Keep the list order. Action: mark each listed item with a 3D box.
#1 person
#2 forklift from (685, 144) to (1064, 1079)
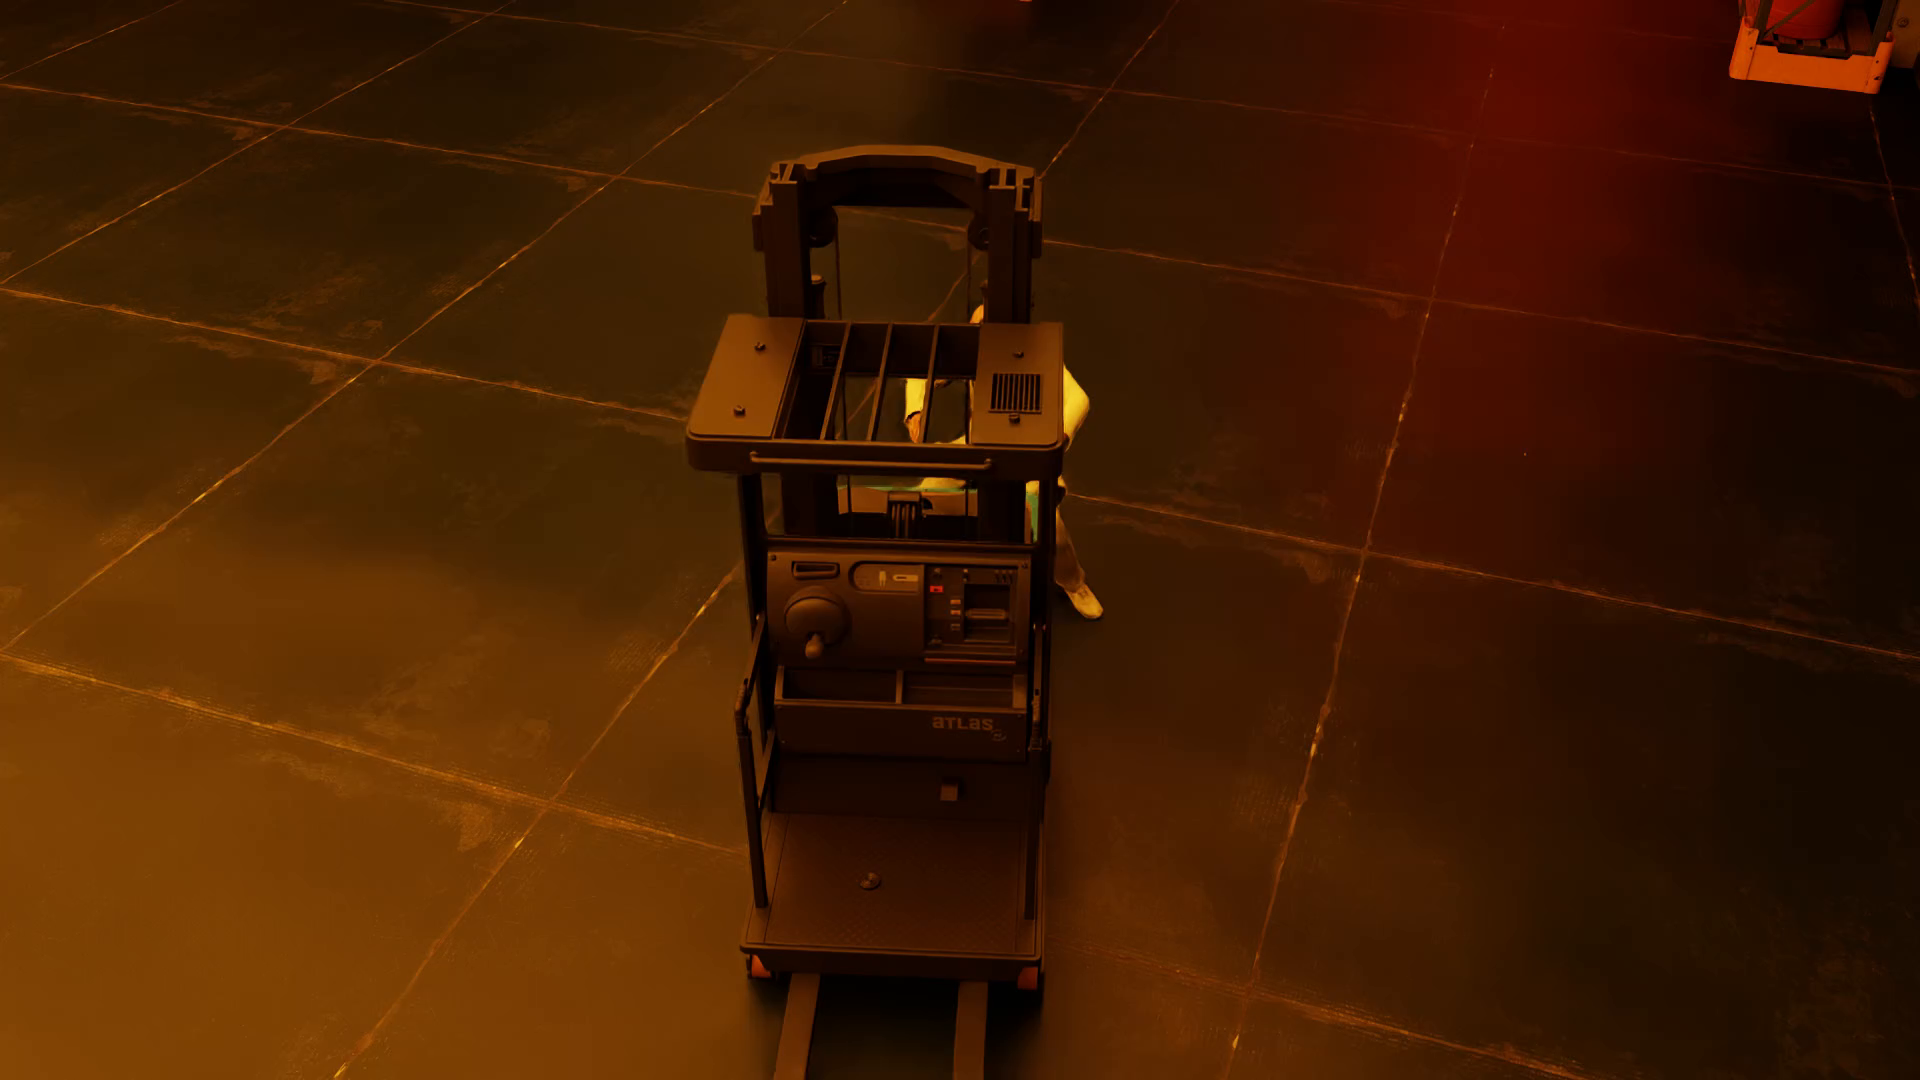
[{"bbox_3d":[0.142,-0.368,7.836,1.178,1.534,0.740,20,40,26],"label":"person"},{"bbox_3d":[-0.225,0.299,5.689,1.130,2.935,3.031,2,35,3],"label":"forklift"}]
